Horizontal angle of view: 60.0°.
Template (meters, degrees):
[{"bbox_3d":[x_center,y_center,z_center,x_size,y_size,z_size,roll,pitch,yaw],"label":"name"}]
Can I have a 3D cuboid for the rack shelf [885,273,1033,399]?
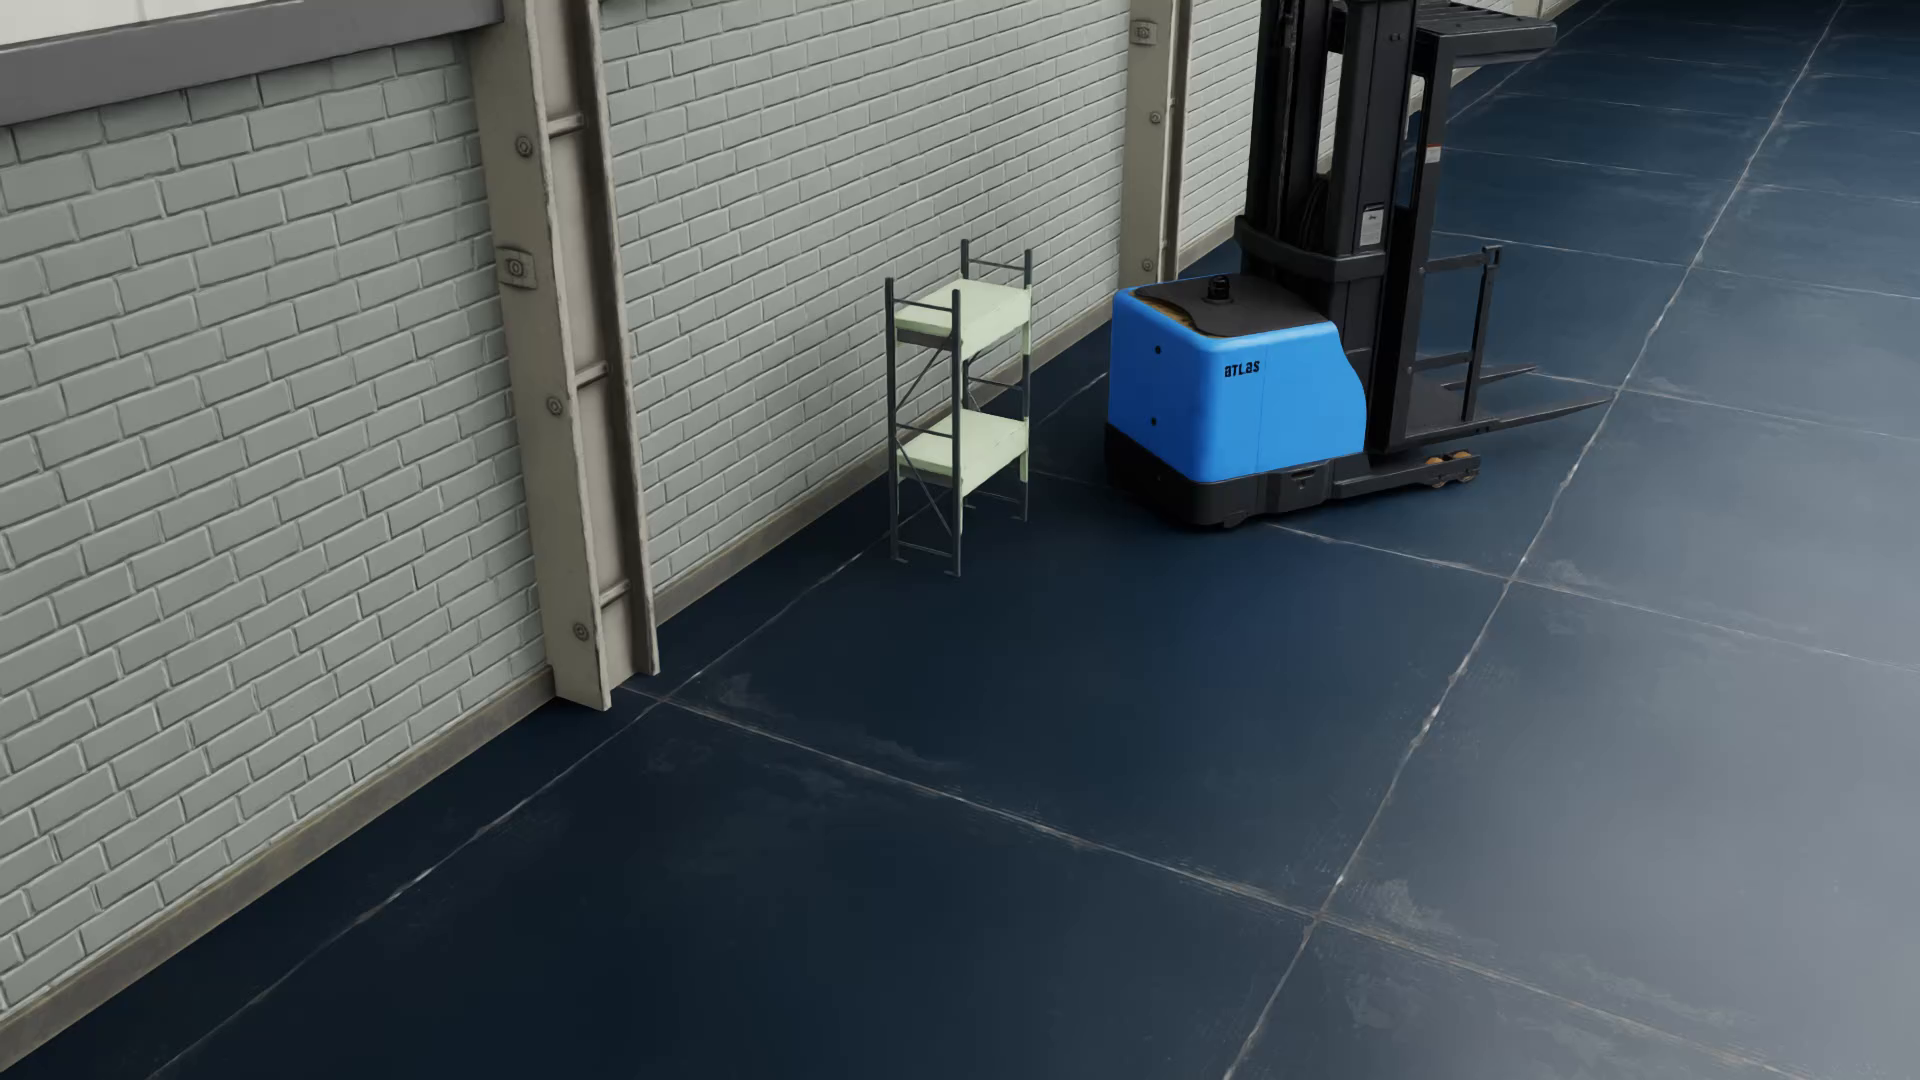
[{"bbox_3d":[0.003,-1.022,8.245,0.431,0.370,0.720,14,30,26],"label":"rack shelf"}]

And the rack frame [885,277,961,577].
[{"bbox_3d":[-0.177,-0.531,8.135,0.400,1.500,0.023,14,30,26],"label":"rack frame"}]

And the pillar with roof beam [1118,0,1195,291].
[{"bbox_3d":[5.110,-4.777,8.239,9.100,9.000,0.400,14,30,26],"label":"pillar with roof beam"}]

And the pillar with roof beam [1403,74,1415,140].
[{"bbox_3d":[8.062,-7.115,12.910,9.100,9.000,0.400,14,30,26],"label":"pillar with roof beam"}]

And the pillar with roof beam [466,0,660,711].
[{"bbox_3d":[2.158,-2.438,3.568,9.100,9.000,0.400,14,30,26],"label":"pillar with roof beam"}]

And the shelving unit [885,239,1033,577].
[{"bbox_3d":[0.003,-0.673,8.419,0.431,1.500,0.755,14,30,26],"label":"shelving unit"}]

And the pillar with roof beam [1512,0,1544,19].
[{"bbox_3d":[11.013,-9.453,17.581,9.100,9.000,0.400,14,30,26],"label":"pillar with roof beam"}]

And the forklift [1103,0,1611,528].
[{"bbox_3d":[2.380,-1.806,9.084,3.031,2.935,1.130,-12,29,-22],"label":"forklift"}]

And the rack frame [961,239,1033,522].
[{"bbox_3d":[0.183,-0.816,8.704,0.400,1.500,0.023,14,30,26],"label":"rack frame"}]

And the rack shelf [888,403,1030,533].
[{"bbox_3d":[0.003,-0.382,8.565,0.431,0.370,0.720,14,30,26],"label":"rack shelf"}]
